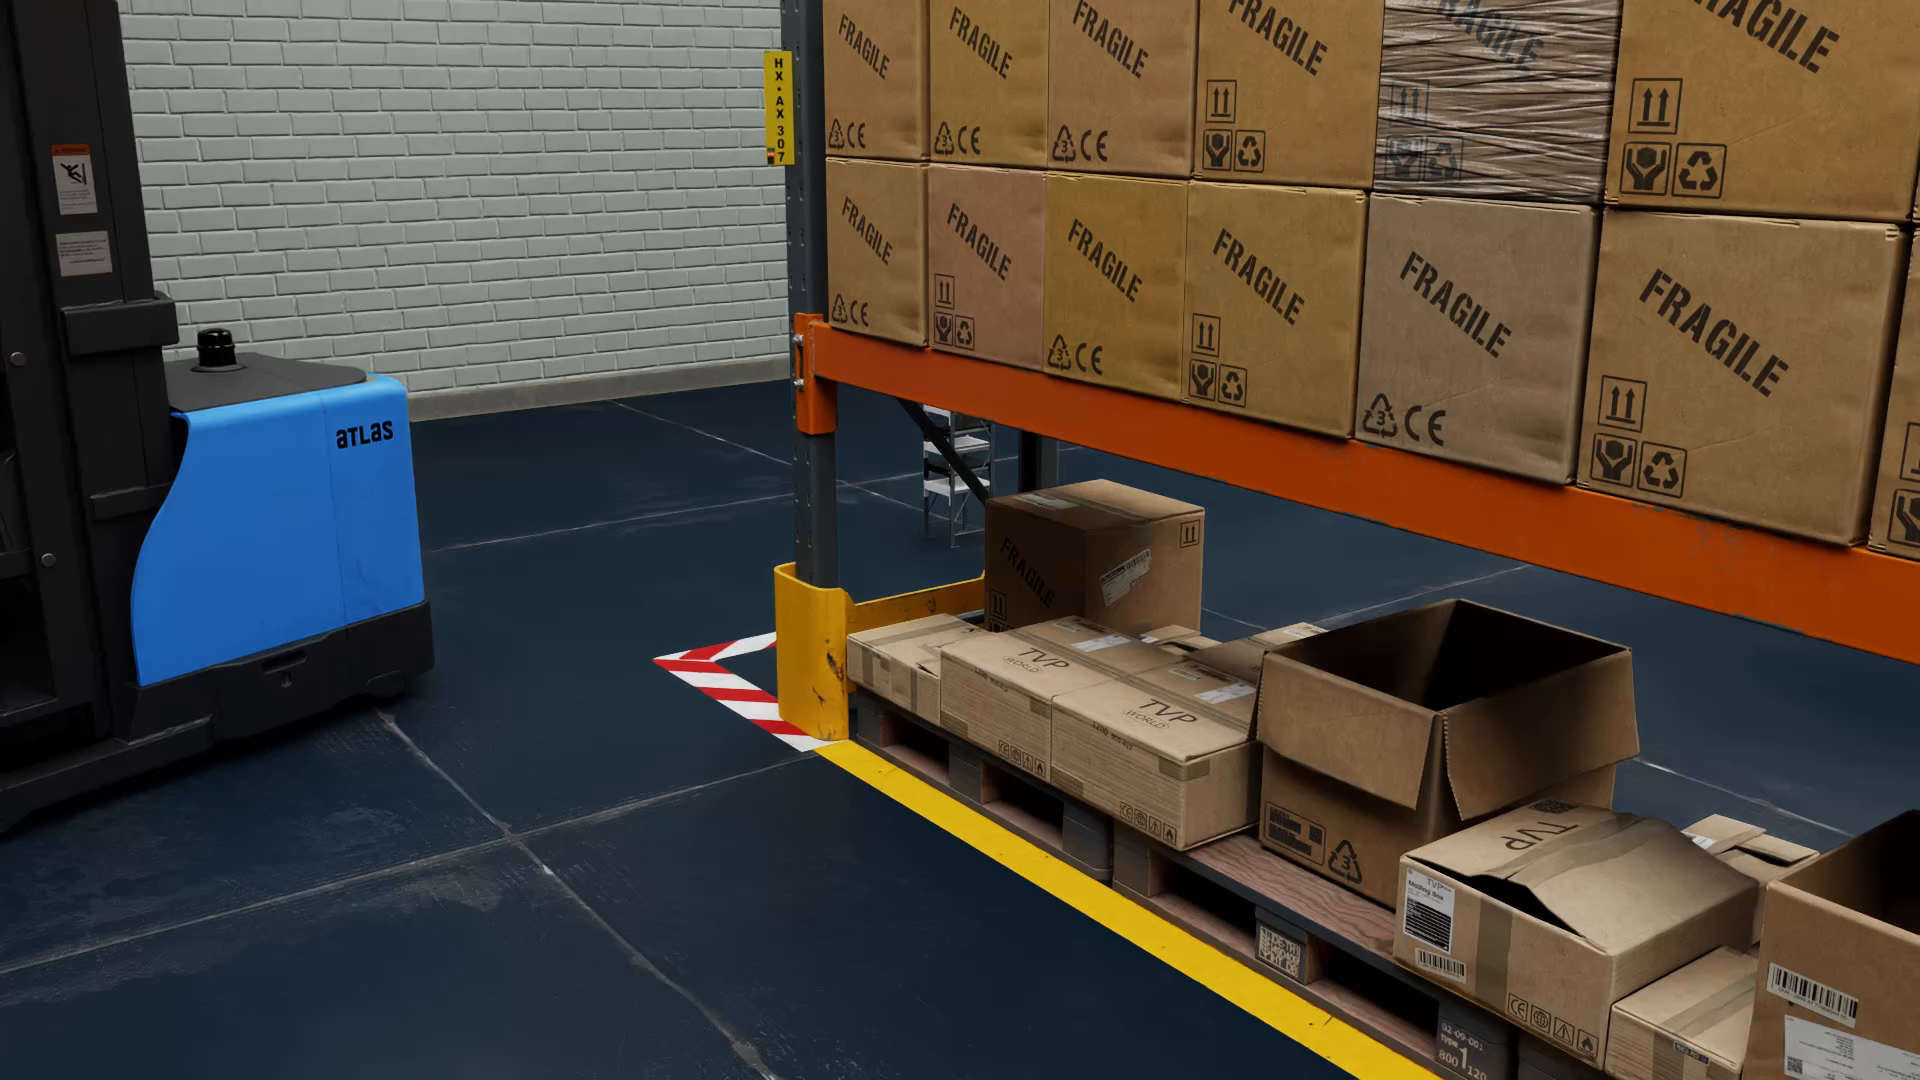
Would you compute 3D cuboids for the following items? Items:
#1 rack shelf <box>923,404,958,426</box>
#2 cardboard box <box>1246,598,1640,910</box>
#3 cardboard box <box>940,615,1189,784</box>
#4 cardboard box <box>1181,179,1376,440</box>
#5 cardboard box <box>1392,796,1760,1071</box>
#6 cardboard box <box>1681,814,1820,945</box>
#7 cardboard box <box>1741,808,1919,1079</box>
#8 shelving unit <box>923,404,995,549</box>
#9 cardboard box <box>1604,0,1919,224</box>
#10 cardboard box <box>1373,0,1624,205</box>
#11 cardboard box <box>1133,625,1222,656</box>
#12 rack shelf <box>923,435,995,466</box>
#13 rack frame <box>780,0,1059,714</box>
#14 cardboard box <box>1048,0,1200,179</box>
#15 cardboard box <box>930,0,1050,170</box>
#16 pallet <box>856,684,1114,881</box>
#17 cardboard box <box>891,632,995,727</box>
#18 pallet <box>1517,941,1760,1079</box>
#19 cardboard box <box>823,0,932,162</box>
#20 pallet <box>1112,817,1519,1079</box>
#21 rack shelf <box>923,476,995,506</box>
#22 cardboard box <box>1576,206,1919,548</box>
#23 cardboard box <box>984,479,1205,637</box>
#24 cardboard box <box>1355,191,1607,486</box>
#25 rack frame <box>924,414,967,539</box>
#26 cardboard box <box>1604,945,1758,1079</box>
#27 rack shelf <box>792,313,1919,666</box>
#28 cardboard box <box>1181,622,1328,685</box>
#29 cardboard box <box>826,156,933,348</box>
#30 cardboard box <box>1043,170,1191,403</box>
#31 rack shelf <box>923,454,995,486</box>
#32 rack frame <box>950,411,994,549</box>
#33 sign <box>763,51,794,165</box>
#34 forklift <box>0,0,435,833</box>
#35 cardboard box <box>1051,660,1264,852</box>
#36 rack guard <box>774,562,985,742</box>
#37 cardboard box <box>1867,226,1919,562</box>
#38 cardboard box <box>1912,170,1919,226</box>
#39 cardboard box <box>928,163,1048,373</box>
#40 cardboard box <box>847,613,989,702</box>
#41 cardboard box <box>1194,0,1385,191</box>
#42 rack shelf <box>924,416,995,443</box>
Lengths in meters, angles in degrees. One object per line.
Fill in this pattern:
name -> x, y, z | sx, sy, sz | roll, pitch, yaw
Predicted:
rack shelf -> -0.005, -0.577, 7.425 | 0.258, 0.077, 0.200 | -11, 19, -35
cardboard box -> 1.149, 0.499, 3.967 | 0.797, 0.503, 0.637 | -11, 19, -35
cardboard box -> 0.290, 0.434, 4.683 | 0.500, 0.250, 0.500 | -11, 19, -35
cardboard box -> 0.846, -0.535, 3.661 | 0.500, 0.500, 0.500 | -11, 19, -34
cardboard box -> 1.252, 0.754, 3.398 | 0.500, 0.311, 0.500 | -11, 19, -35
cardboard box -> 1.669, 0.755, 3.668 | 0.380, 0.166, 0.250 | -11, 19, -35
cardboard box -> 1.693, 0.823, 2.788 | 0.500, 0.500, 0.500 | -11, 19, -35
shelving unit -> -0.005, -0.436, 7.464 | 0.258, 0.900, 0.210 | -11, 19, -35
cardboard box -> 1.447, -0.800, 2.733 | 0.500, 0.500, 0.500 | -11, 19, -36
cardboard box -> 1.151, -0.908, 3.127 | 0.500, 0.500, 0.500 | -11, 19, -34
cardboard box -> 0.590, 0.386, 5.018 | 0.380, 0.166, 0.250 | -11, 19, -35
rack shelf -> -0.005, -0.404, 7.472 | 0.258, 0.077, 0.200 | -11, 19, -35
rack frame -> -0.094, -0.947, 5.353 | 1.000, 3.000, 0.127 | -11, 19, -35
cardboard box -> 0.557, -1.124, 3.916 | 0.500, 0.500, 0.500 | -11, 19, -34
cardboard box -> 0.267, -1.231, 4.309 | 0.500, 0.500, 0.500 | -11, 19, -34
pallet -> 0.420, 0.585, 5.041 | 1.003, 0.211, 1.213 | -11, 19, -35
cardboard box -> 0.021, 0.404, 4.953 | 0.380, 0.166, 0.250 | -11, 19, -35
pallet -> 1.855, 1.106, 3.137 | 1.003, 0.211, 1.213 | -11, 19, -35
cardboard box -> -0.047, -1.342, 4.713 | 0.500, 0.500, 0.500 | -10, 18, -33
pallet -> 1.133, 0.845, 4.090 | 1.003, 0.211, 1.213 | -11, 19, -35
rack shelf -> -0.005, -0.230, 7.520 | 0.258, 0.077, 0.200 | -11, 19, -35
cardboard box -> 1.452, -0.318, 2.865 | 0.500, 0.500, 0.500 | -10, 18, -33
cardboard box -> 0.425, 0.125, 5.341 | 0.500, 0.500, 0.500 | -11, 19, -35
cardboard box -> 1.148, -0.427, 3.265 | 0.500, 0.500, 0.500 | -10, 18, -33
rack frame -> -0.065, -0.457, 7.543 | 0.240, 0.900, 0.006 | -11, 19, -35
cardboard box -> 1.424, 0.922, 3.093 | 0.380, 0.149, 0.250 | -11, 19, -35
rack shelf -> 1.082, -0.173, 3.888 | 1.077, 0.370, 4.000 | -11, 19, -35
cardboard box -> 0.959, 0.453, 4.616 | 0.500, 0.250, 0.500 | -11, 19, -35
cardboard box -> -0.047, -0.859, 4.845 | 0.500, 0.500, 0.500 | -10, 18, -33
cardboard box -> 0.554, -0.642, 4.052 | 0.500, 0.500, 0.500 | -11, 19, -35
rack shelf -> -0.005, -0.317, 7.496 | 0.258, 0.077, 0.200 | -11, 19, -35
rack frame -> 0.055, -0.414, 7.384 | 0.240, 0.900, 0.006 | -11, 19, -35
sign -> -0.533, -1.280, 4.931 | 0.100, 0.325, 0.005 | -11, 19, -35
forklift -> -3.059, -0.664, 4.452 | 1.130, 2.935, 3.031 | 10, 18, 33
cardboard box -> 0.584, 0.541, 4.293 | 0.500, 0.250, 0.500 | -11, 19, -35
rack guard -> -0.050, 0.275, 5.624 | 1.175, 0.500, 0.348 | -11, 19, -35
cardboard box -> 1.756, -0.208, 2.464 | 0.500, 0.500, 0.500 | -10, 18, -34
cardboard box -> 1.751, -0.691, 2.335 | 0.500, 0.500, 0.500 | -11, 19, -34
cardboard box -> 0.261, -0.750, 4.445 | 0.500, 0.500, 0.500 | -11, 19, -35
cardboard box -> -0.126, 0.359, 5.150 | 0.380, 0.149, 0.250 | -11, 19, -35
cardboard box -> 0.856, -1.015, 3.520 | 0.500, 0.500, 0.500 | -11, 19, -35
rack shelf -> -0.005, -0.490, 7.449 | 0.258, 0.077, 0.200 | -11, 19, -35
